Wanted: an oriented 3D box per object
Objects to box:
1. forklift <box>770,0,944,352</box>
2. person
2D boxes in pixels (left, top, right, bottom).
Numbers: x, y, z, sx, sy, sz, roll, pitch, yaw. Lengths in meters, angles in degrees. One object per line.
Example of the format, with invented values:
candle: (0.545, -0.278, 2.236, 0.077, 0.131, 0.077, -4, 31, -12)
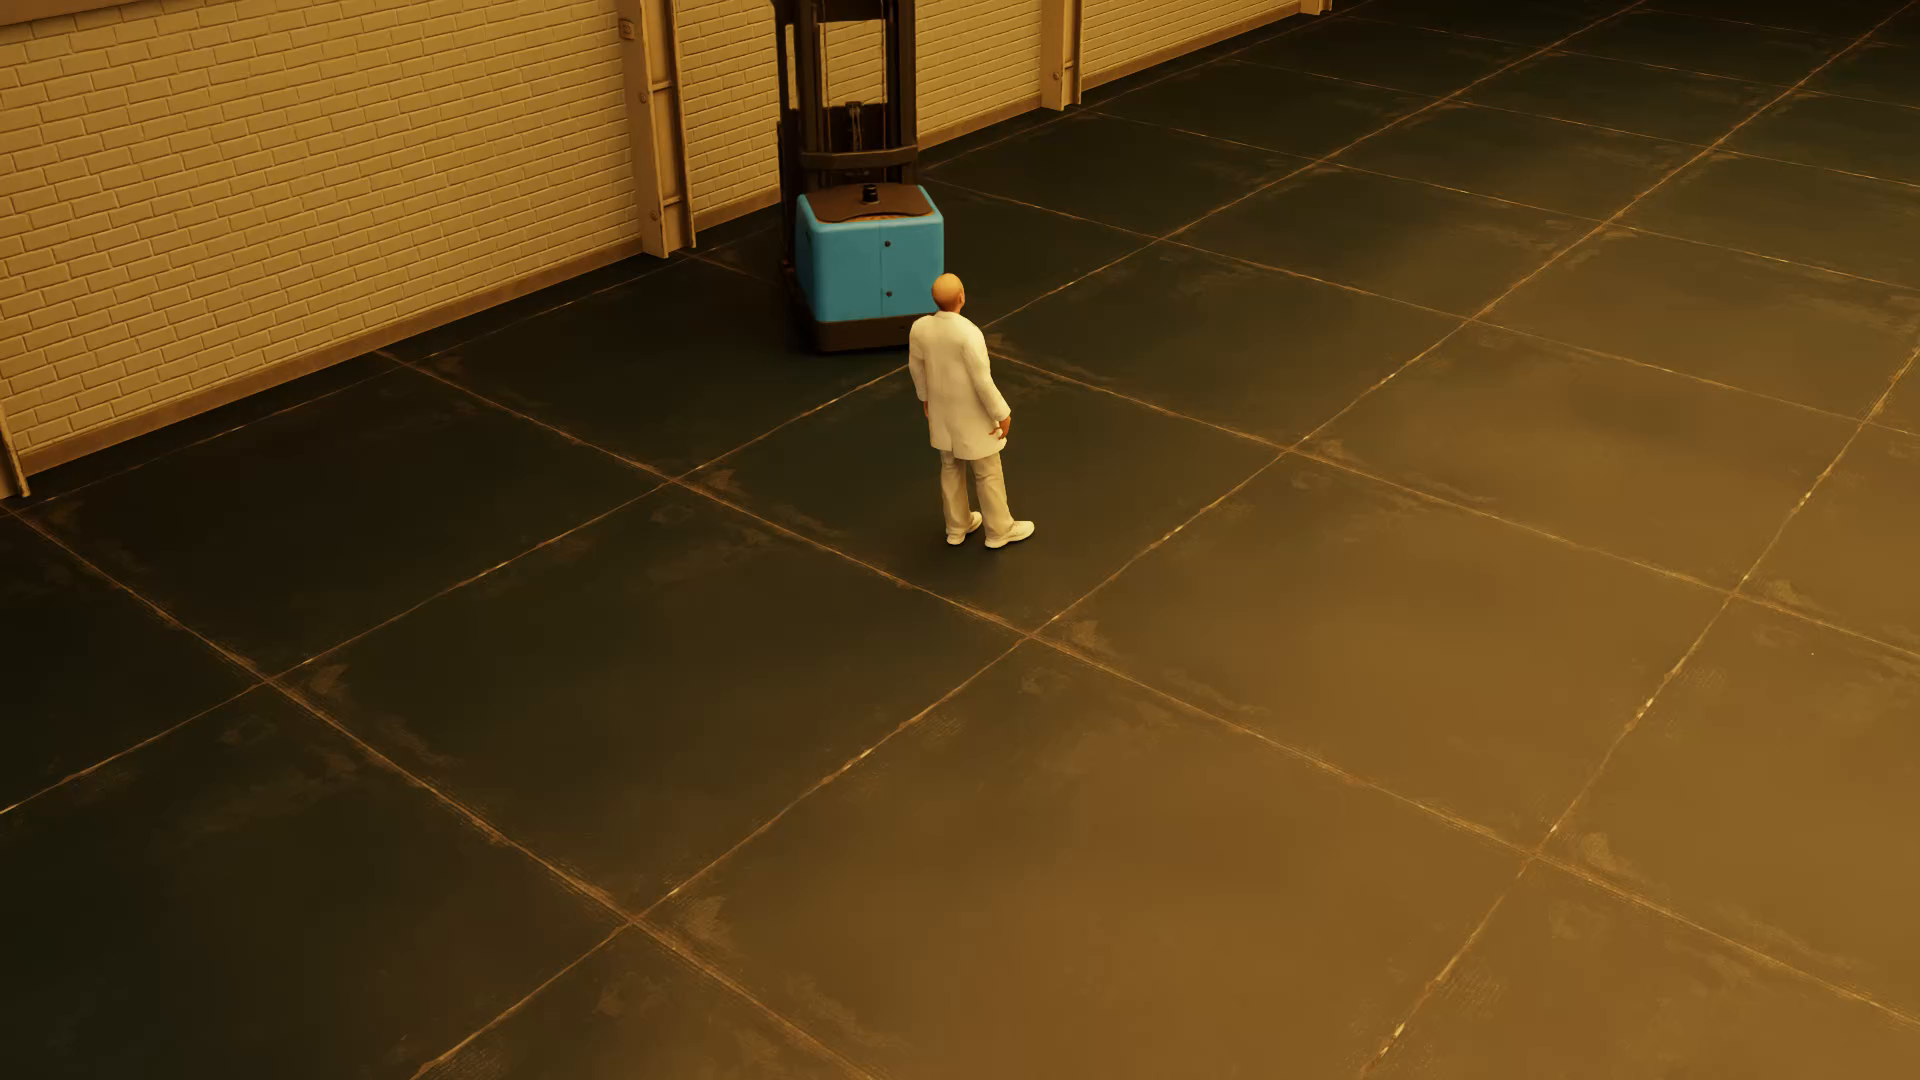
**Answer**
forklift: (-0.945, -3.452, 13.502, 1.130, 2.935, 3.031, -7, 31, -11)
person: (0.060, -0.808, 10.106, 0.696, 1.776, 0.581, 22, 37, 33)
